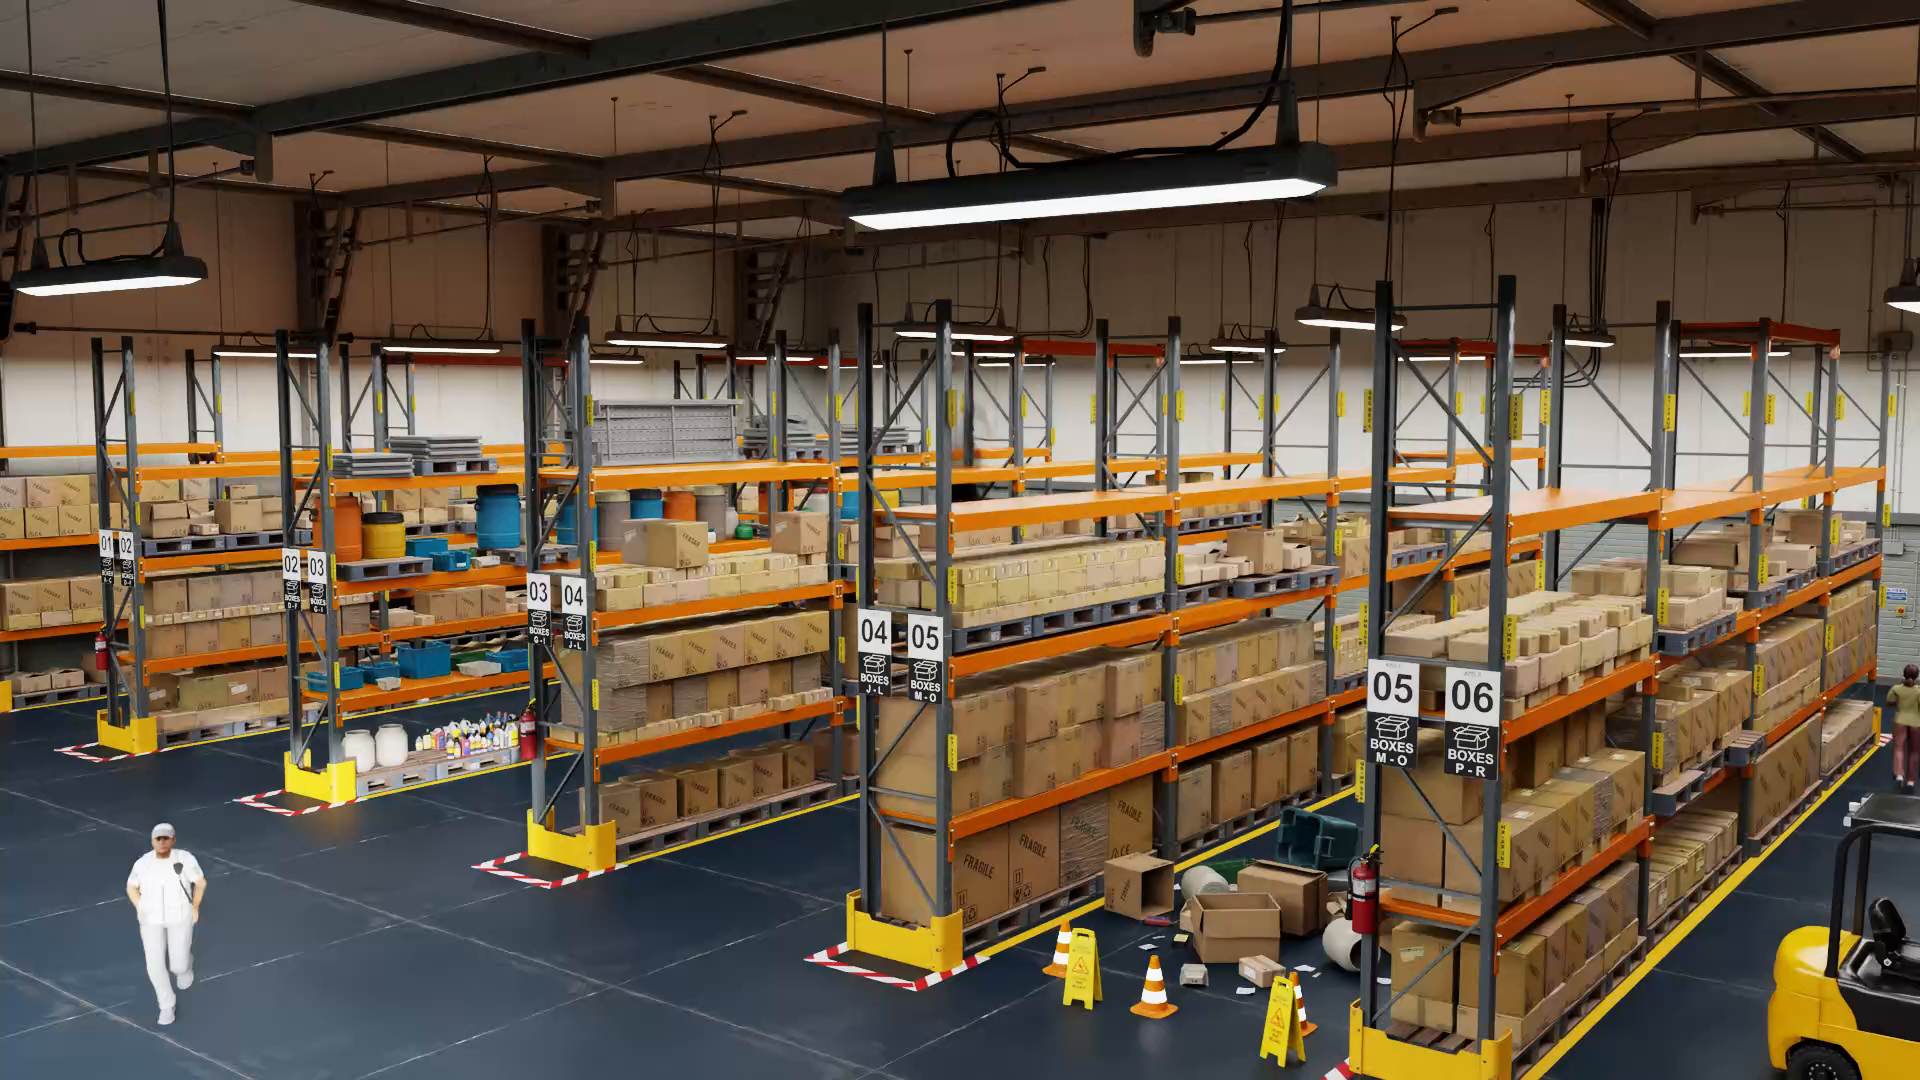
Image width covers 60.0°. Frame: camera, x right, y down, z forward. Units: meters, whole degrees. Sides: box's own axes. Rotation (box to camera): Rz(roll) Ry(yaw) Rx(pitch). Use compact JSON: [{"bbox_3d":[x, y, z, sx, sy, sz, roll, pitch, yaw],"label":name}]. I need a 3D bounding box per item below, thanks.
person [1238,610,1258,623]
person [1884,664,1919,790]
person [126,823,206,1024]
[{"bbox_3d":[4.825,1.909,27.526,0.673,1.748,0.647,3,6,32],"label":"person"},{"bbox_3d":[12.302,2.440,21.576,0.574,1.635,0.969,3,6,31],"label":"person"},{"bbox_3d":[-6.625,3.162,13.890,0.608,1.632,0.570,-2,5,-19],"label":"person"}]
